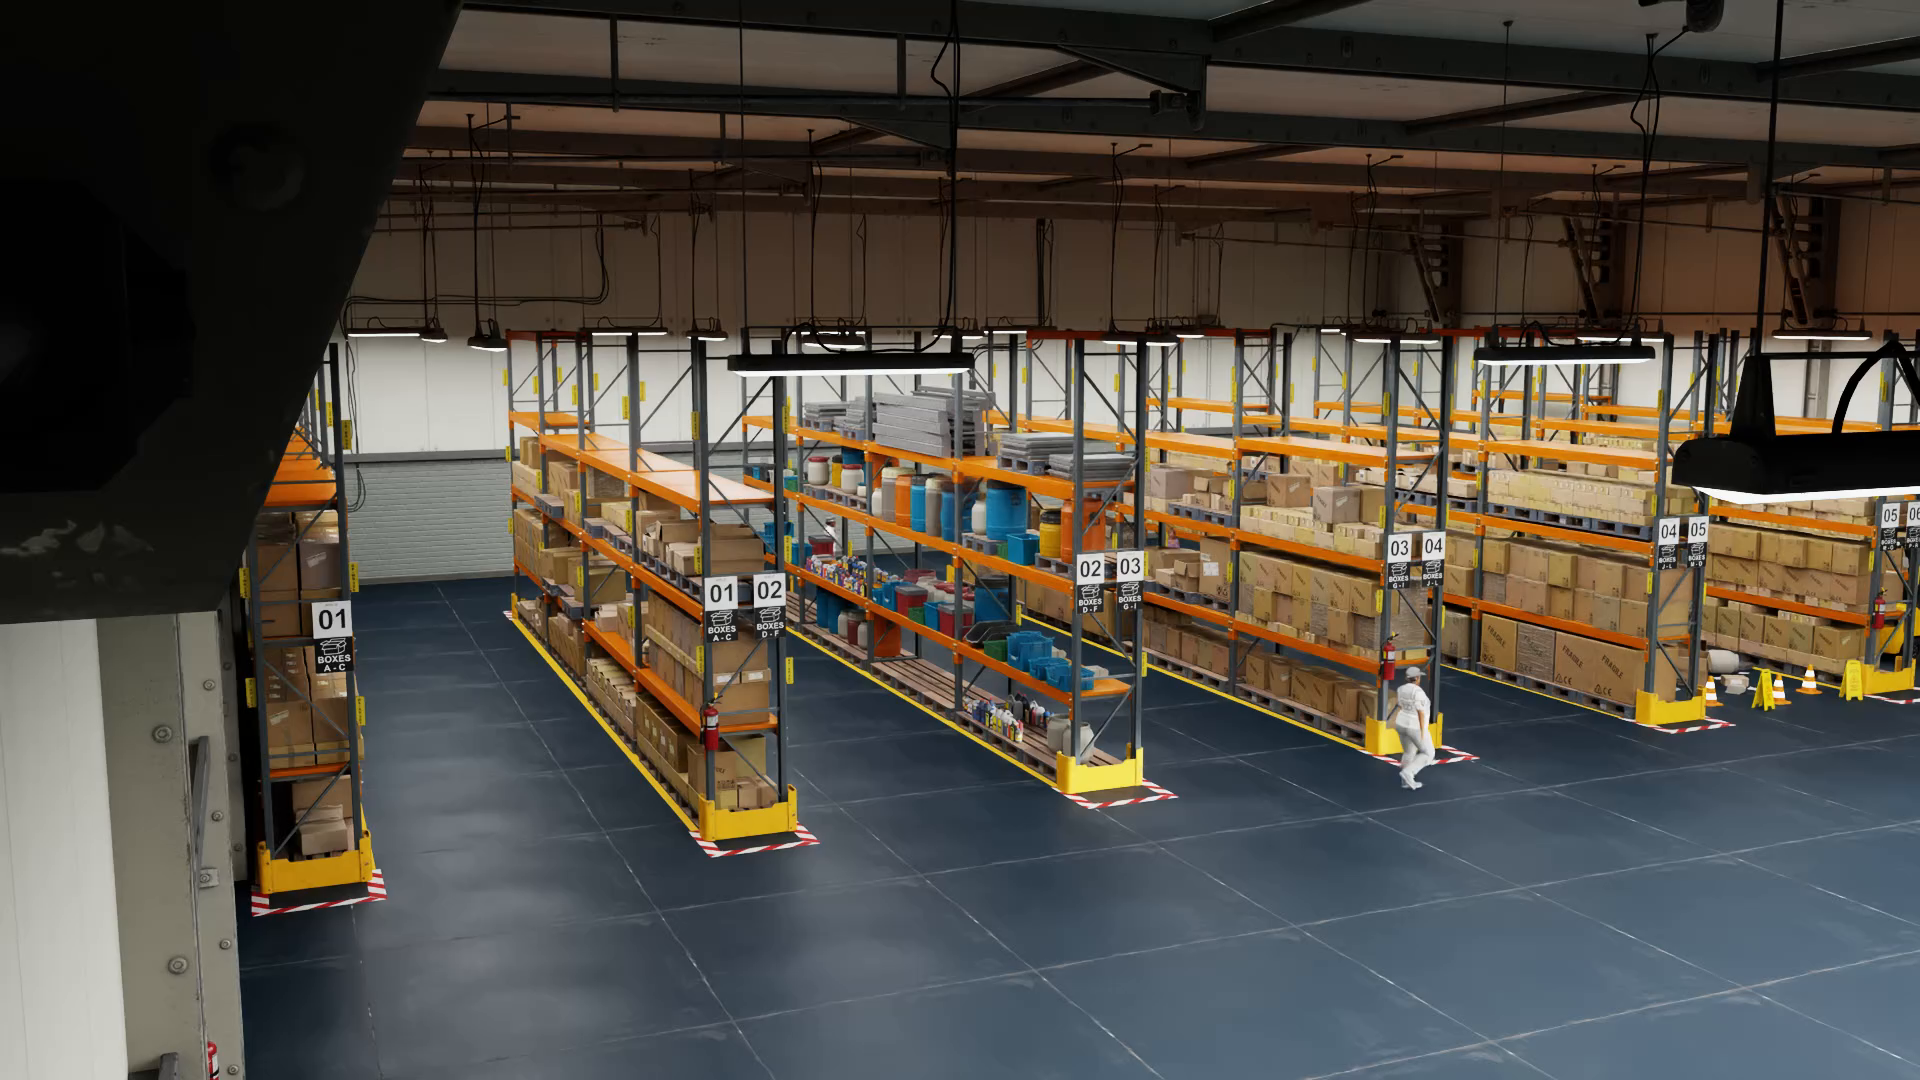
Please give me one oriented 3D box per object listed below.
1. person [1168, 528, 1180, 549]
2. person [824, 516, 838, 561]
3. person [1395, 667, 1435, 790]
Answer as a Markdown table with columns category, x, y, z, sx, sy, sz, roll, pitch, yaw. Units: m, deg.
| category | x | y | z | sx | sy | sz | roll | pitch | yaw |
| --- | --- | --- | --- | --- | --- | --- | --- | --- | --- |
| person | 4.737 | 0.496 | 37.143 | 0.399 | 1.540 | 0.972 | -3 | 8 | -23 |
| person | -3.066 | 0.281 | 38.420 | 0.629 | 1.654 | 0.501 | -1 | 8 | -8 |
| person | 5.975 | 2.503 | 22.060 | 0.512 | 1.656 | 0.501 | -4 | 9 | -26 |
